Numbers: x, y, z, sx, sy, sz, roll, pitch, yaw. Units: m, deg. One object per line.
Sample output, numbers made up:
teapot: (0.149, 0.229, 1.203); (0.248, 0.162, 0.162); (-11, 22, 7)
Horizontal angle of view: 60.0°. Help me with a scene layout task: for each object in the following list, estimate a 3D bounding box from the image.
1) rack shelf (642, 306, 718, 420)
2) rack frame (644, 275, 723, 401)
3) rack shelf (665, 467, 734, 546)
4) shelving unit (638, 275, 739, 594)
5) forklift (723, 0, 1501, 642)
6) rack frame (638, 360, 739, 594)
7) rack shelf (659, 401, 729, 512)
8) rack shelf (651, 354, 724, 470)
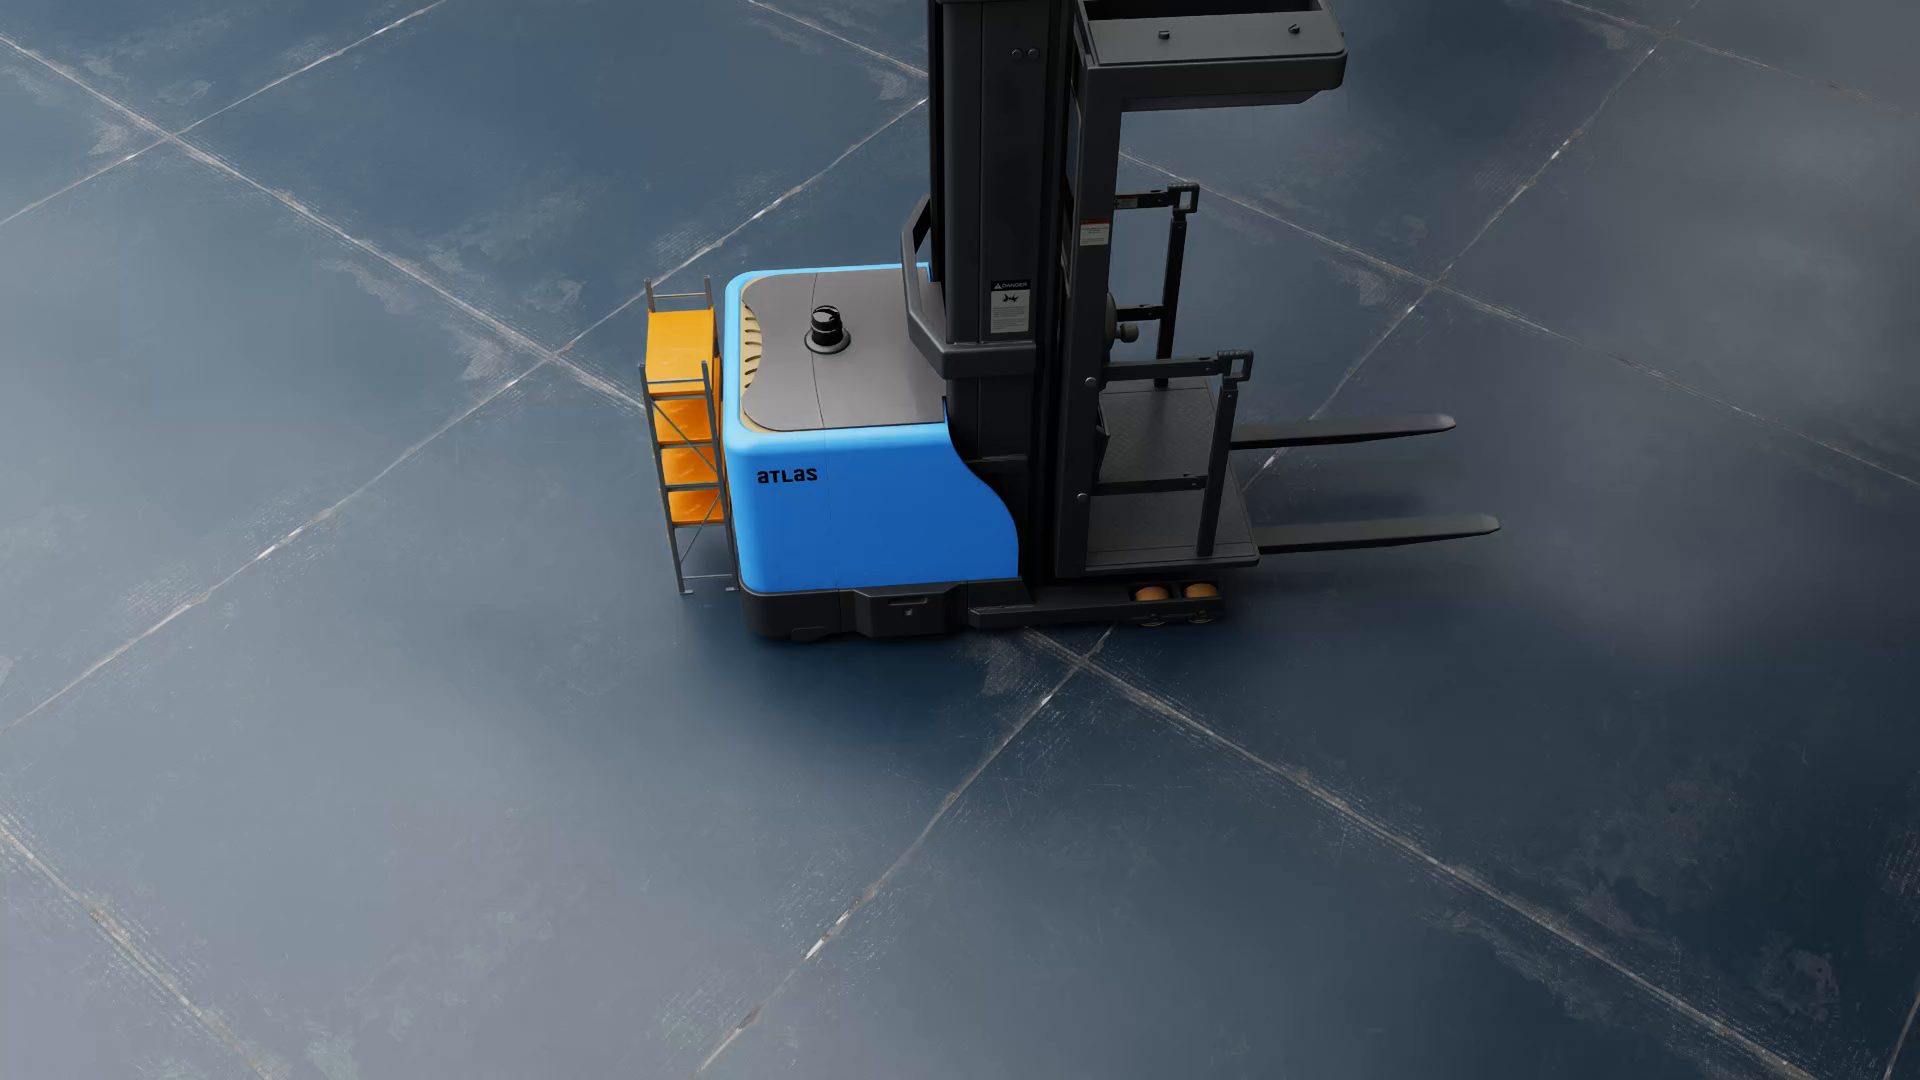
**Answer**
rack shelf: (-1.032, -0.655, 6.167); (0.258, 0.148, 0.480); (-4, 46, -3)
rack frame: (-1.053, -0.559, 6.619); (0.240, 1.200, 0.015); (-4, 46, -3)
rack shelf: (-1.032, -0.200, 6.643); (0.258, 0.148, 0.480); (-4, 46, -3)
shelving unit: (-1.032, -0.383, 6.451); (0.258, 1.200, 0.503); (-4, 46, -3)
forklift: (0.628, -1.051, 5.892); (3.031, 2.935, 1.130); (-4, 46, -3)
rack frame: (-1.011, -0.208, 6.283); (0.240, 1.200, 0.015); (-4, 46, -3)
rack shelf: (-1.032, -0.337, 6.500); (0.258, 0.148, 0.480); (-4, 46, -3)
rack shelf: (-1.032, -0.491, 6.338); (0.258, 0.148, 0.480); (-4, 46, -3)
